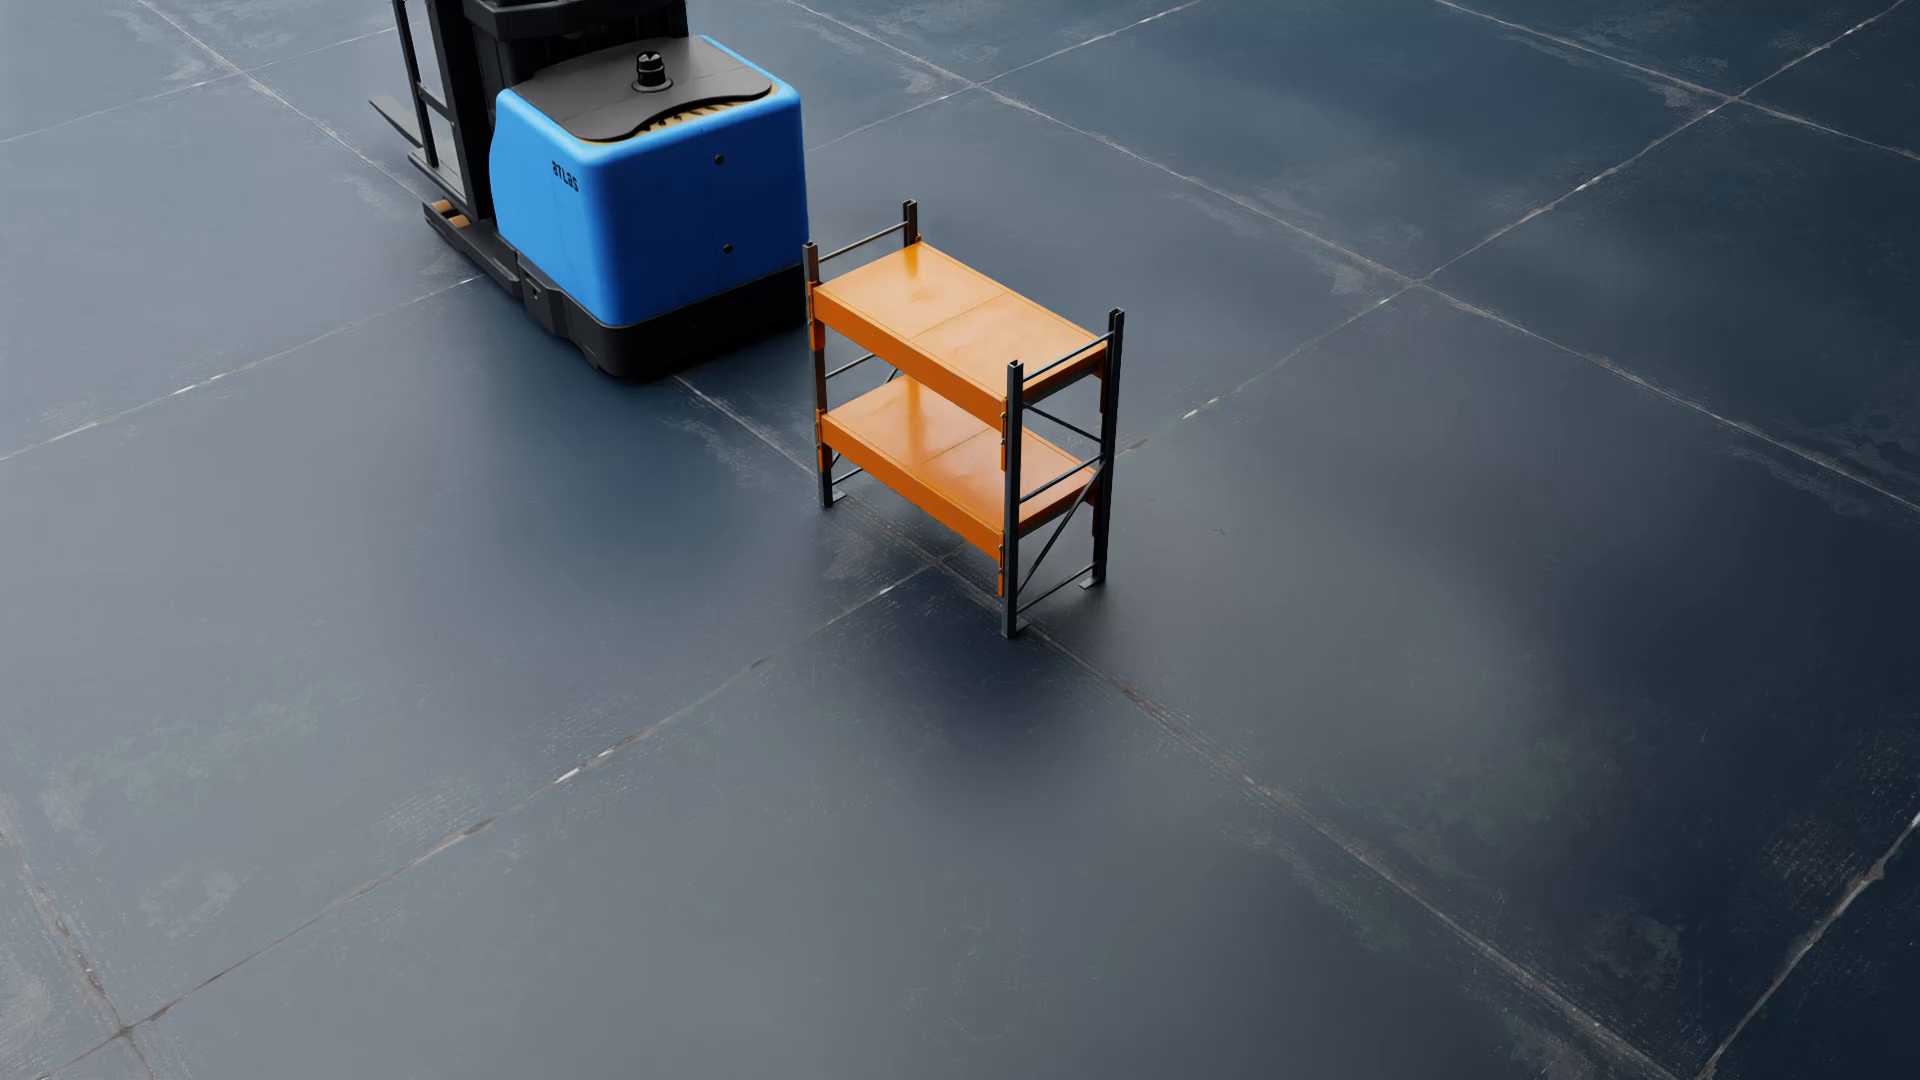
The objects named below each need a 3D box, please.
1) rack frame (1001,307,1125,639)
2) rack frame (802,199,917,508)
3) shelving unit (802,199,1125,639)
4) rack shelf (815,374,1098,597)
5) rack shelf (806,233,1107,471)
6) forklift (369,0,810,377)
[{"bbox_3d":[0.339,-0.205,5.609,0.500,1.125,0.032,-30,48,-32],"label":"rack frame"},{"bbox_3d":[-0.348,-0.676,6.192,0.500,1.125,0.032,-30,48,-32],"label":"rack frame"},{"bbox_3d":[-0.005,-0.441,5.900,0.538,1.125,1.048,-30,48,-32],"label":"shelving unit"},{"bbox_3d":[-0.005,-0.251,6.054,0.538,0.278,1.000,-30,48,-32],"label":"rack shelf"},{"bbox_3d":[-0.005,-0.668,5.717,0.538,0.278,1.000,-30,48,-32],"label":"rack shelf"},{"bbox_3d":[-1.942,-2.696,7.256,1.130,2.935,3.031,-26,46,-28],"label":"forklift"}]
